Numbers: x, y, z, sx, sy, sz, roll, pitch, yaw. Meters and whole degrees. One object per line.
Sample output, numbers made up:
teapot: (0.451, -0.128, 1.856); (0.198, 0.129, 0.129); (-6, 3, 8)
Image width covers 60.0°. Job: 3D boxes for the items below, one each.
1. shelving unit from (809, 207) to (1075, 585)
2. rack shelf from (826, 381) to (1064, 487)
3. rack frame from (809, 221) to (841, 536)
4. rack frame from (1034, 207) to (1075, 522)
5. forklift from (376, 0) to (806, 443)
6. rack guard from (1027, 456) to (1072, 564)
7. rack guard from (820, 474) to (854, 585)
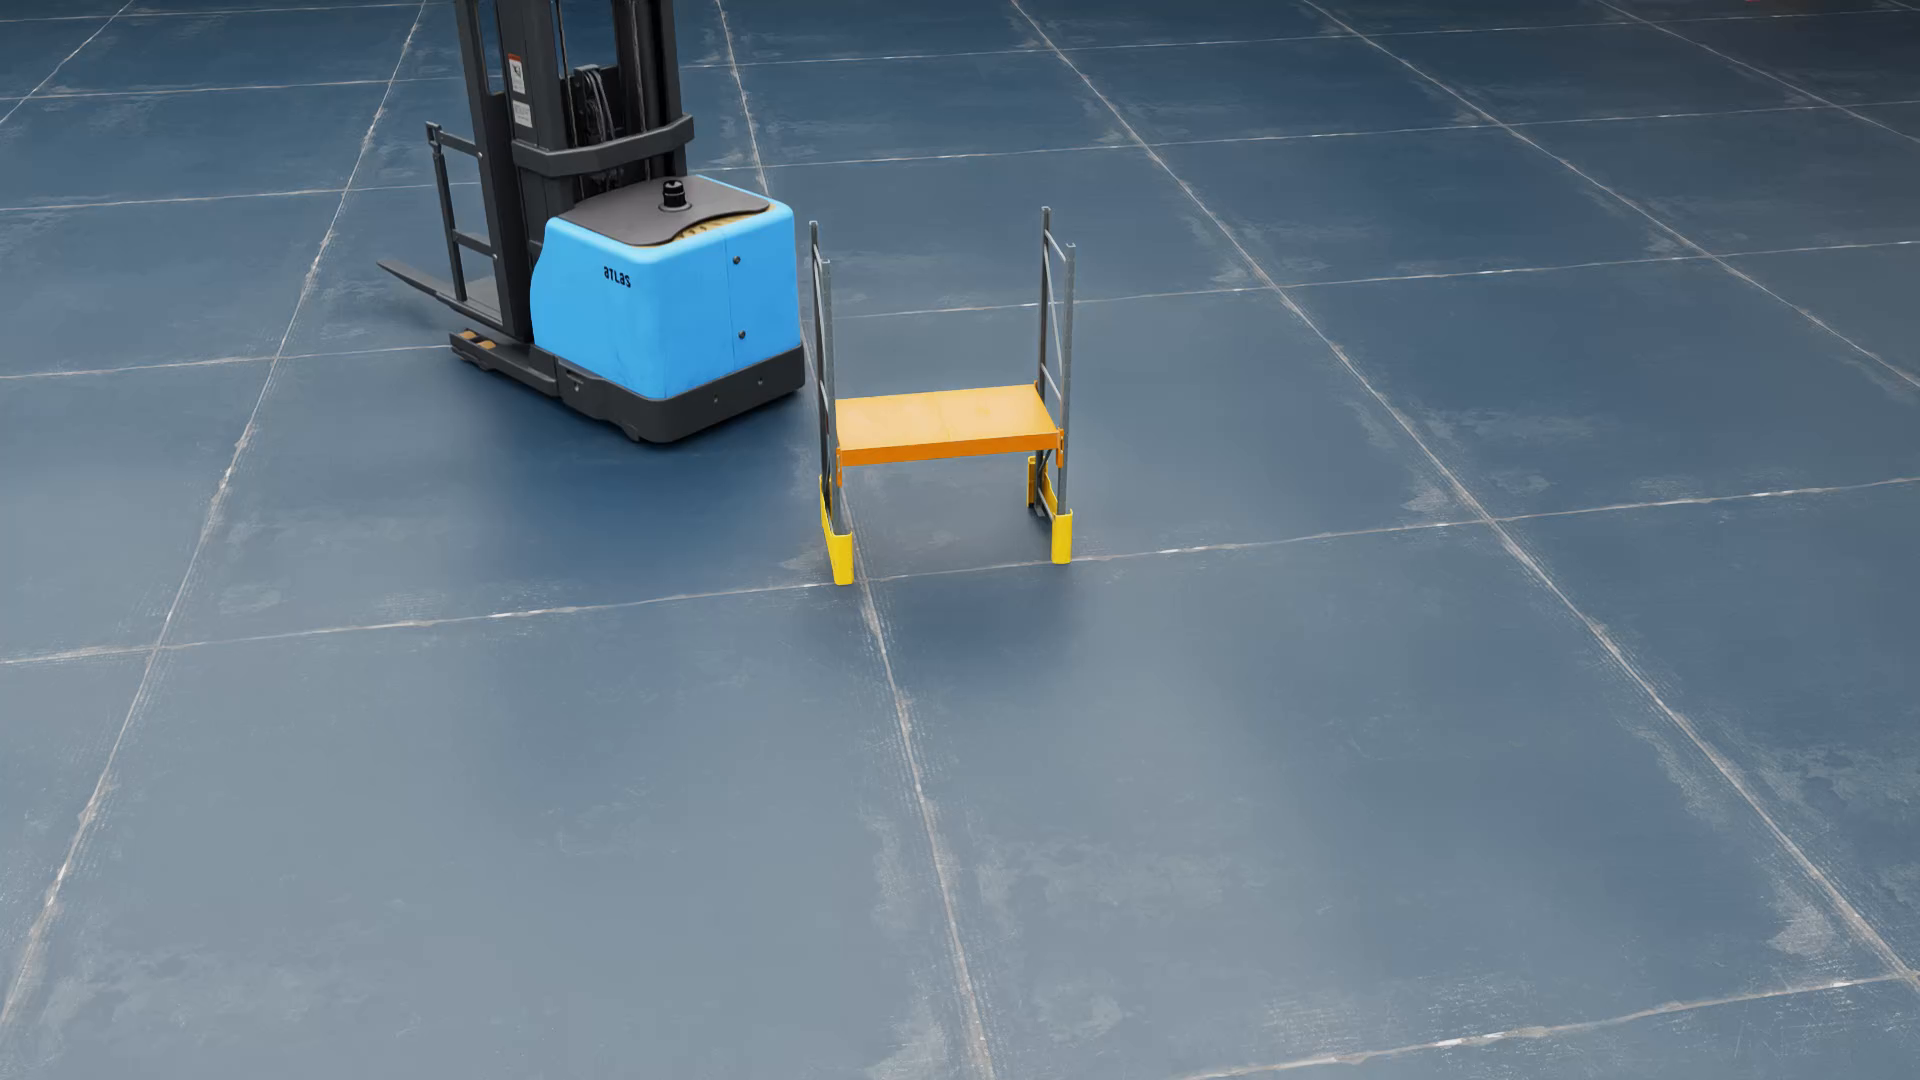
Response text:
shelving unit: (-0.075, -0.640, 7.358); (1.083, 1.500, 0.587); (-5, 31, -9)
rack shelf: (-0.084, -0.484, 7.448); (1.000, 0.185, 0.538); (-5, 31, -9)
rack frame: (-0.584, -0.592, 7.278); (0.032, 1.500, 0.500); (-5, 31, -9)
rack frame: (0.416, -0.685, 7.436); (0.032, 1.500, 0.500); (-5, 31, -9)
forklift: (-2.263, -2.390, 8.923); (3.031, 2.935, 1.130); (25, 39, 36)
rack guard: (0.415, -0.146, 7.752); (0.087, 0.250, 0.587); (-5, 31, -9)
rack guard: (-0.565, -0.055, 7.597); (0.087, 0.250, 0.587); (-5, 31, -9)
